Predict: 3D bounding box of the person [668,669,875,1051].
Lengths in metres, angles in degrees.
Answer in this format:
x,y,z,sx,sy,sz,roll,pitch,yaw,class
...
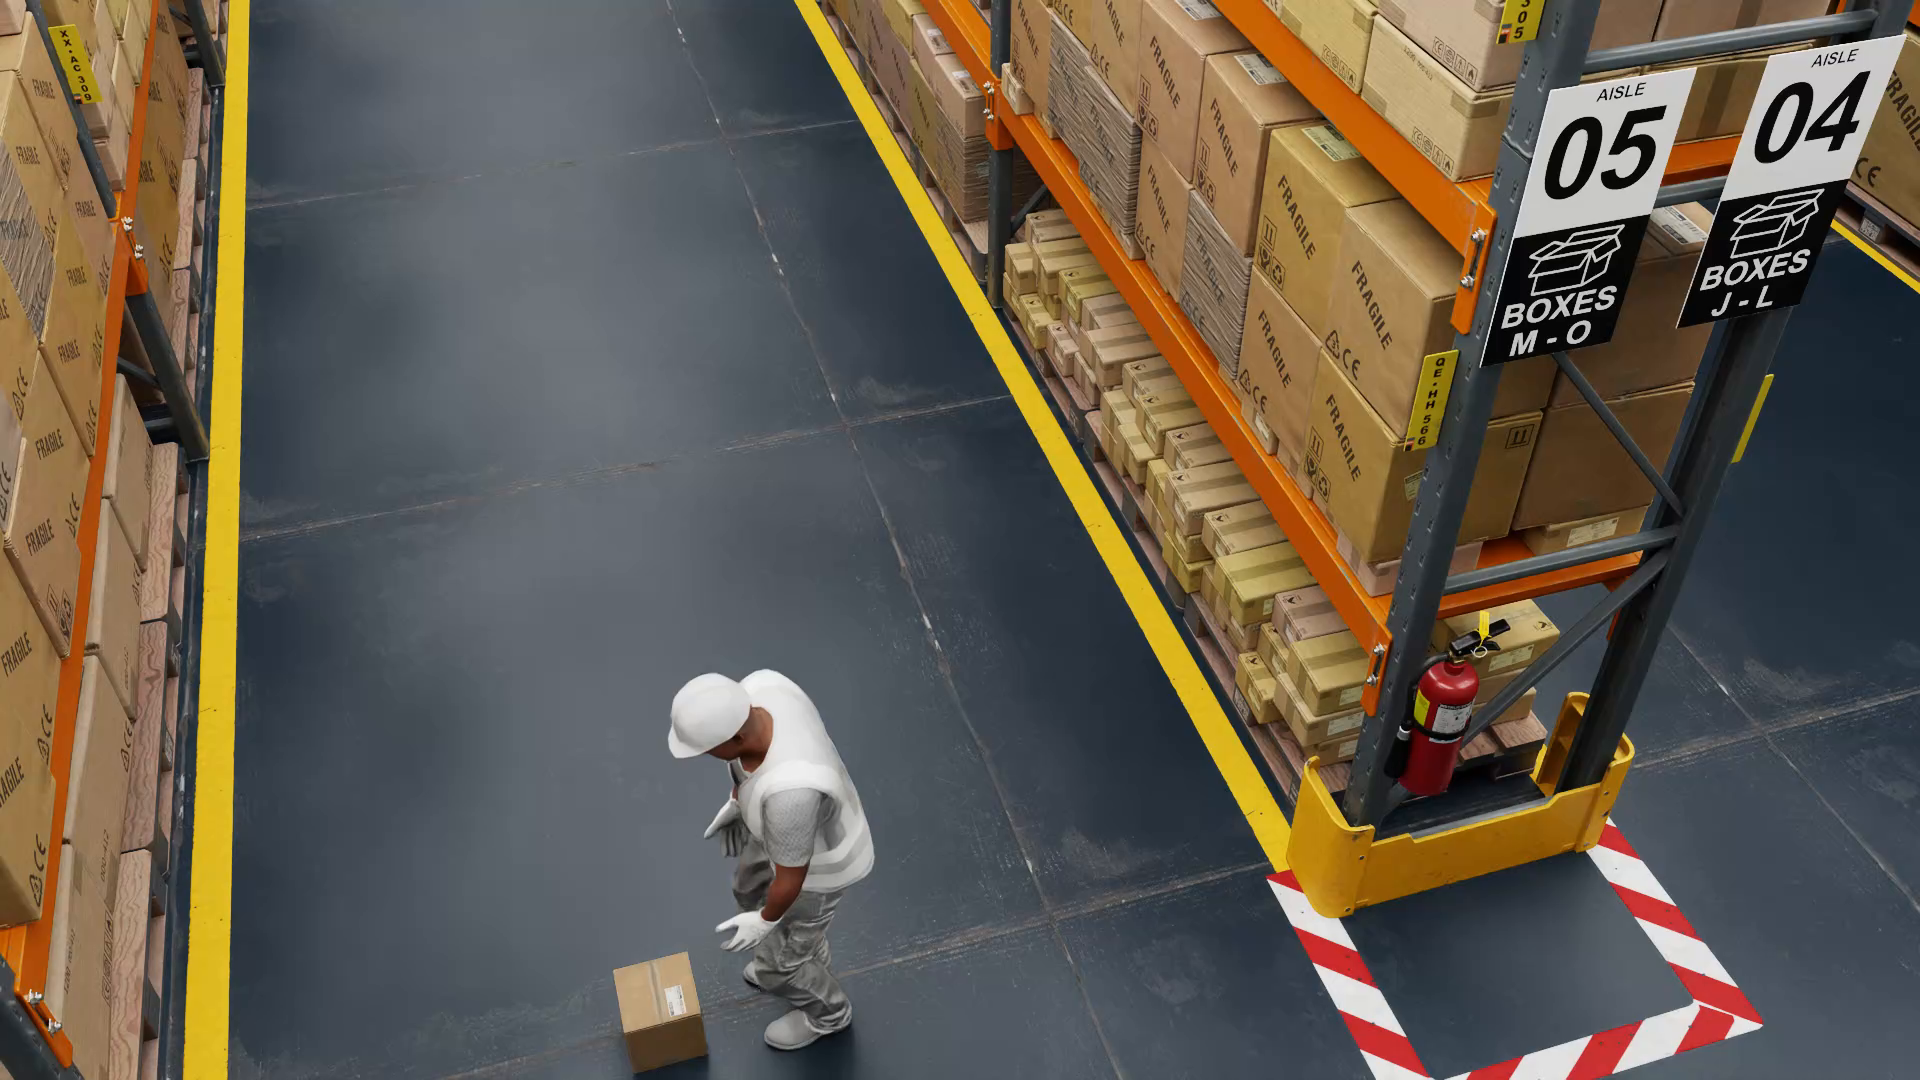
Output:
x,y,z,sx,sy,sz,roll,pitch,yaw,class
-0.549,0.983,5.140,0.561,1.663,0.591,-11,43,-12,person
